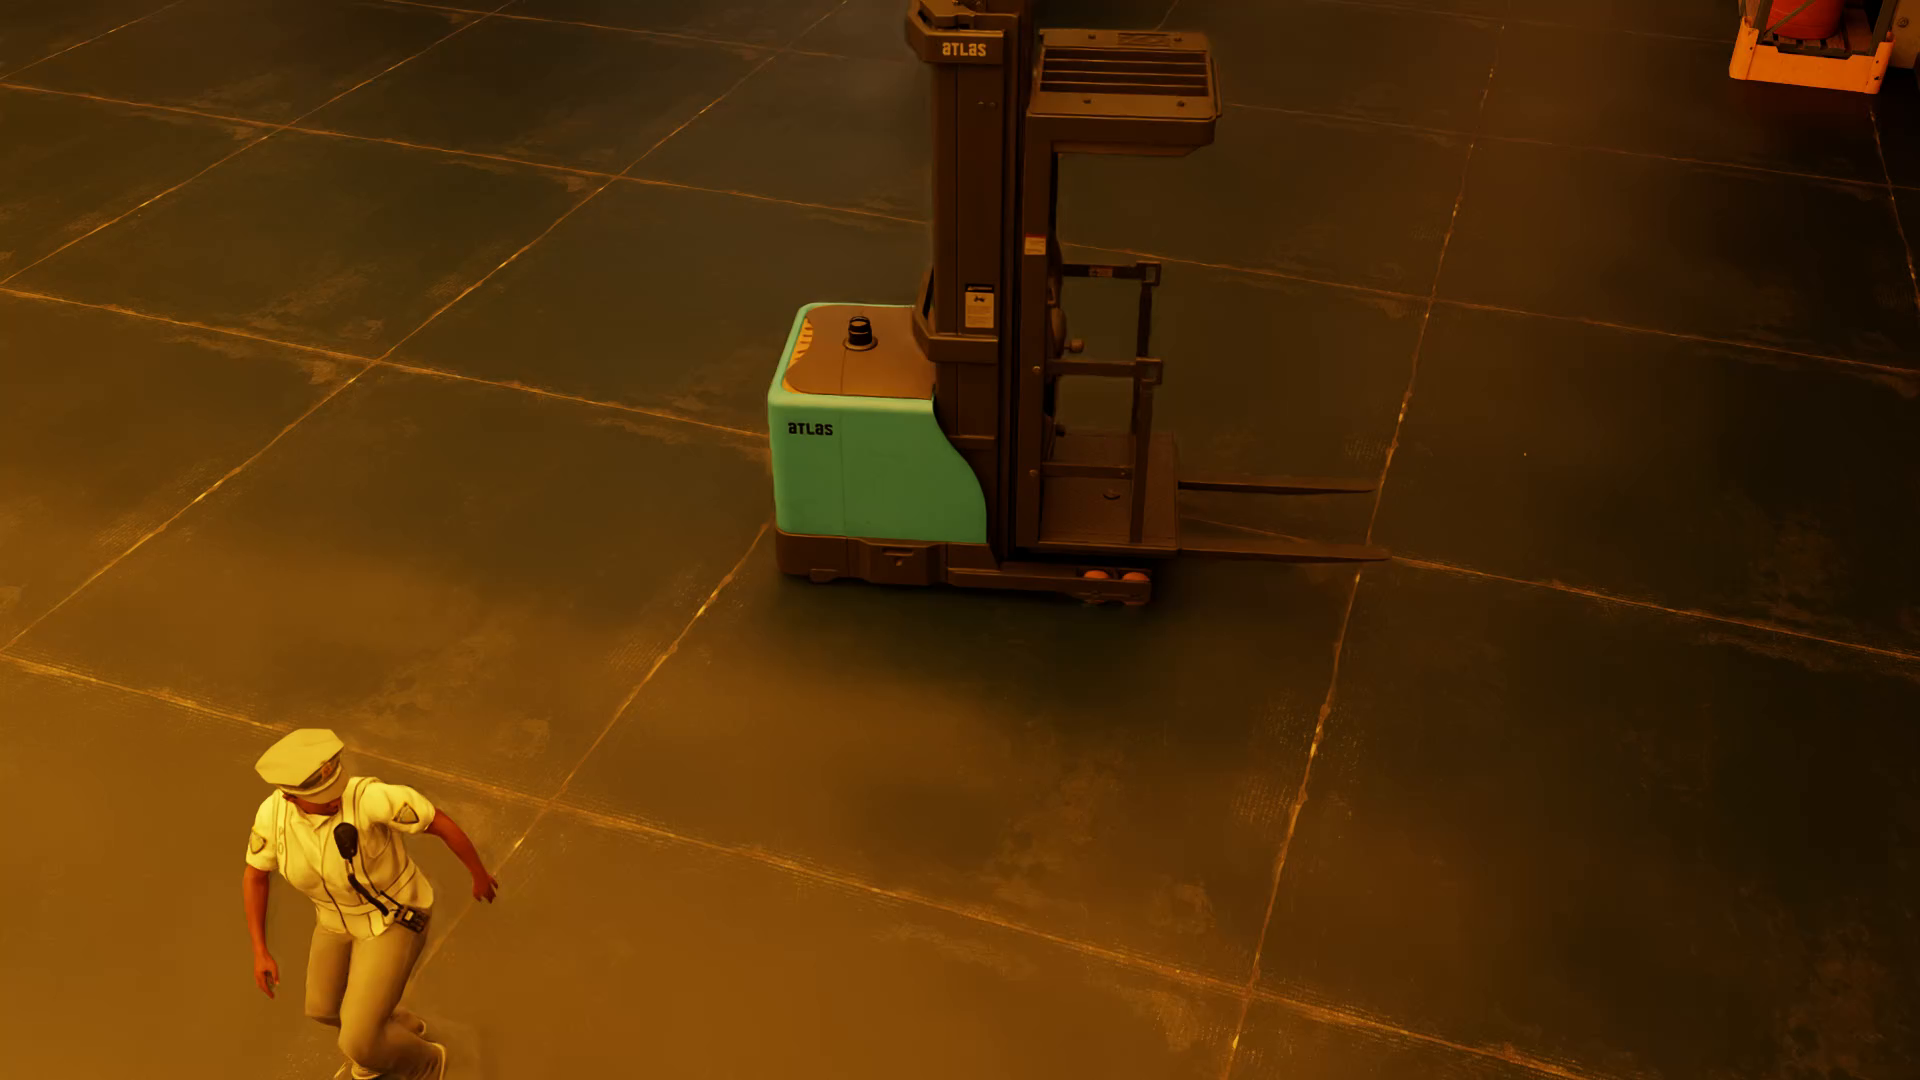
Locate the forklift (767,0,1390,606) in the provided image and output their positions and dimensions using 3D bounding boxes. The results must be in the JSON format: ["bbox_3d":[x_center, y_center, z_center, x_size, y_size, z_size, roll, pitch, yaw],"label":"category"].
[{"bbox_3d":[0.625,-1.194,7.794,3.031,2.935,1.130,3,35,4],"label":"forklift"}]

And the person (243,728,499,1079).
[{"bbox_3d":[-1.971,1.282,5.492,0.633,1.613,0.681,15,38,20],"label":"person"}]
